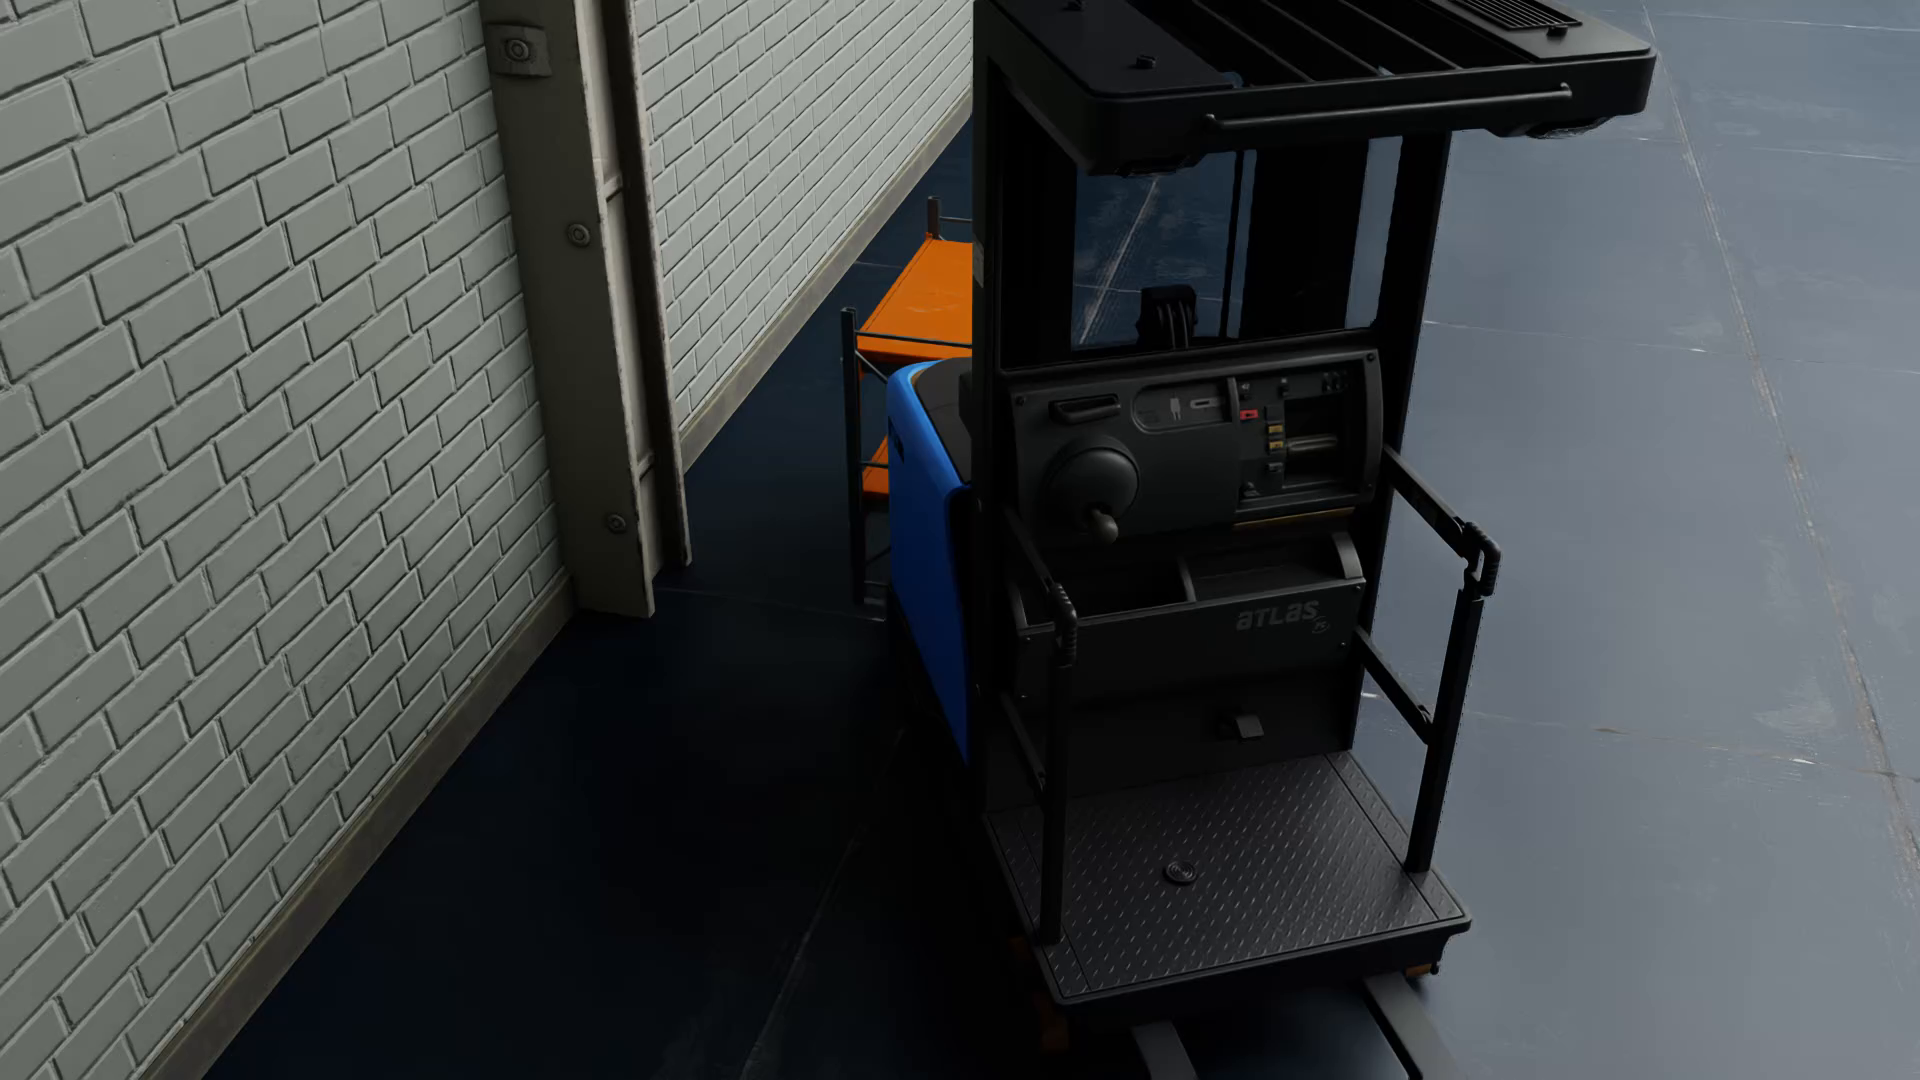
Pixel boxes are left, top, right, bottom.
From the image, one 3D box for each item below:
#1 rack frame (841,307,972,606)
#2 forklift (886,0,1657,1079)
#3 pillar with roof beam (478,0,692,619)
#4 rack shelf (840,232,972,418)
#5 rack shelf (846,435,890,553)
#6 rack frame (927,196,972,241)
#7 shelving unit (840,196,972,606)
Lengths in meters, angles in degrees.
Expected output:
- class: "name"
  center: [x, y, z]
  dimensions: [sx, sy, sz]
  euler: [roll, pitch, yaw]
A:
- class: "rack frame"
  center: [-0.135, -0.229, 5.562]
  dimensions: [0.500, 1.125, 0.032]
  euler: [8, 33, 12]
- class: "forklift"
  center: [0.628, -0.170, 3.785]
  dimensions: [1.130, 2.935, 3.031]
  euler: [-8, 33, -12]
- class: "pillar with roof beam"
  center: [2.978, -3.060, 2.675]
  dimensions: [9.100, 9.000, 0.400]
  euler: [8, 33, 12]
- class: "rack shelf"
  center: [-0.005, -0.740, 5.820]
  dimensions: [0.538, 0.278, 1.000]
  euler: [8, 33, 12]
- class: "rack shelf"
  center: [-0.005, -0.287, 6.108]
  dimensions: [0.538, 0.278, 1.000]
  euler: [8, 33, 12]
- class: "rack frame"
  center: [0.125, -0.757, 6.392]
  dimensions: [0.500, 1.125, 0.032]
  euler: [8, 33, 12]
- class: "shelving unit"
  center: [-0.005, -0.493, 5.977]
  dimensions: [0.538, 1.125, 1.048]
  euler: [8, 33, 12]
